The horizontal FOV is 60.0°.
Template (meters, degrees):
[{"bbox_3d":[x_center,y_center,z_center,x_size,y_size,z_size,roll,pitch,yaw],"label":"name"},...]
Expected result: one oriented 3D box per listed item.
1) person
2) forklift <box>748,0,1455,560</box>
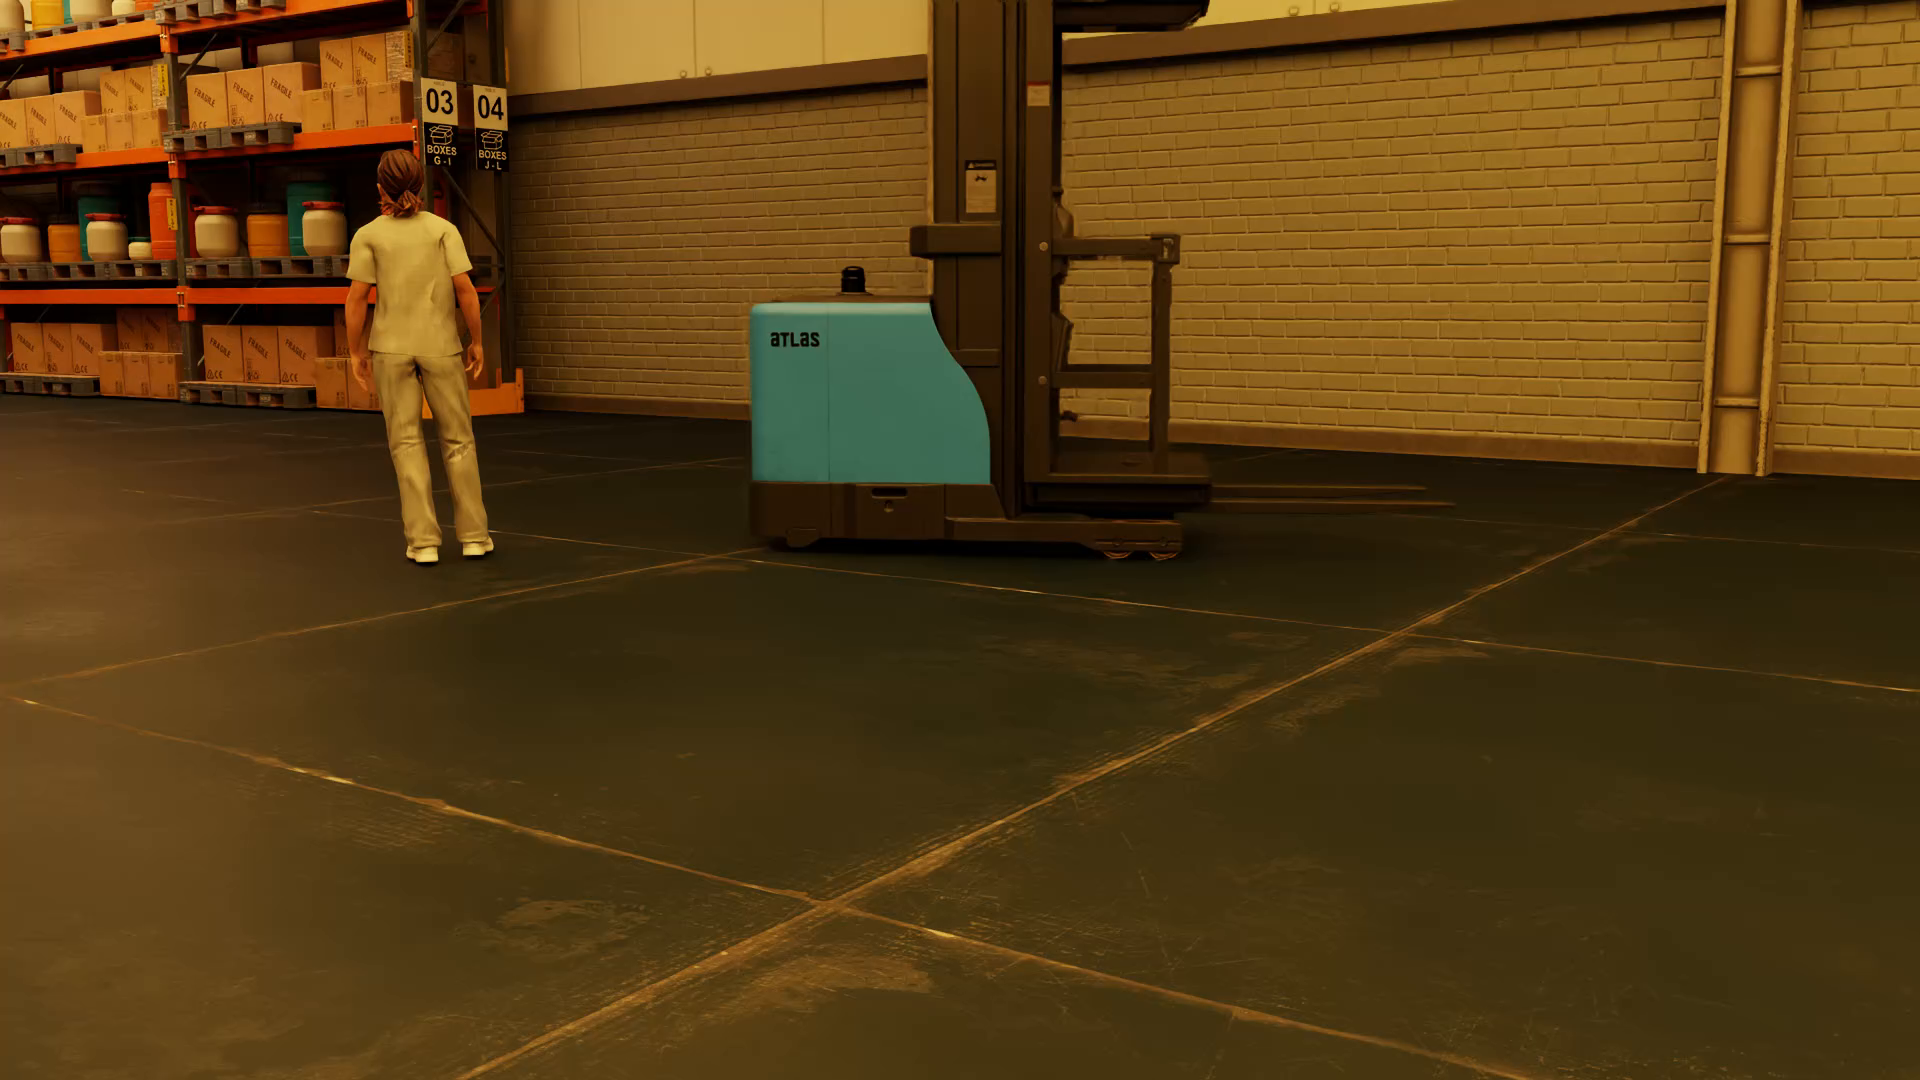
[{"bbox_3d":[-2.229,-0.741,6.853,0.548,1.662,0.549,-3,9,-18],"label":"person"},{"bbox_3d":[0.628,-1.445,7.356,3.031,2.935,1.130,1,8,5],"label":"forklift"}]
